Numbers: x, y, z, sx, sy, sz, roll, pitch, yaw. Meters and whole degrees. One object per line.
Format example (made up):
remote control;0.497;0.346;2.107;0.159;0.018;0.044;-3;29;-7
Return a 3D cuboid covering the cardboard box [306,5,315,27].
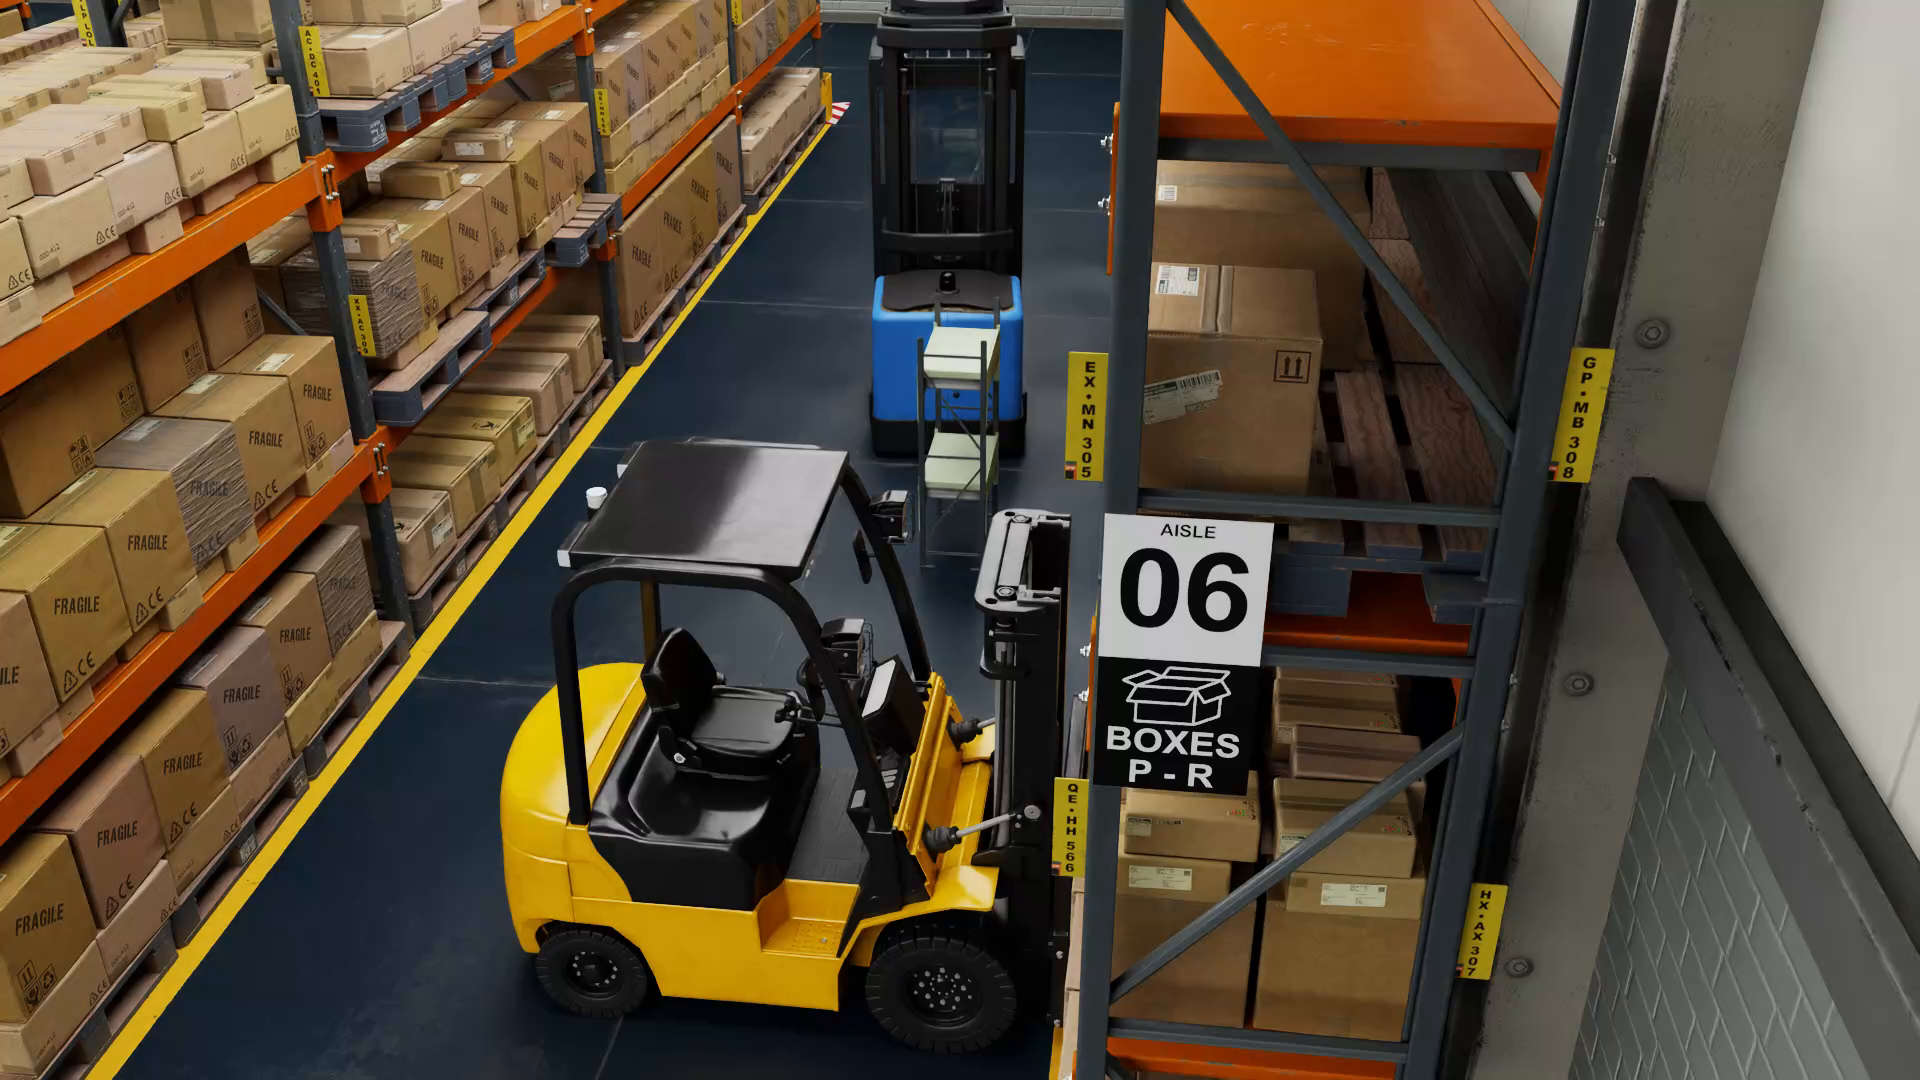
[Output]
cardboard box;-3.605;-2.703;8.950;0.500;0.250;0.500;4;29;7

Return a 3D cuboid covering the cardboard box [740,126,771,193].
cardboard box;-2.436;-3.854;16.792;0.875;0.438;0.875;3;28;5

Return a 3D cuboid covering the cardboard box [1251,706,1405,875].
cardboard box;1.215;0.920;5.567;0.500;0.500;0.500;4;29;8

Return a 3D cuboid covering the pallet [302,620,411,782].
pallet;-3.647;0.803;8.828;1.003;0.211;1.213;3;28;6

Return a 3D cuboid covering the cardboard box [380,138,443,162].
cardboard box;-3.510;-2.291;10.769;0.500;0.500;0.500;4;29;7

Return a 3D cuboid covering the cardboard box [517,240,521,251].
cardboard box;-3.078;-1.921;10.767;0.380;0.149;0.250;4;29;7

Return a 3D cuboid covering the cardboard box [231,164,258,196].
cardboard box;-3.454;-1.672;7.586;0.380;0.149;0.250;4;29;7

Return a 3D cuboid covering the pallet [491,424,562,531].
pallet;-3.359;-0.457;11.168;1.003;0.211;1.213;3;28;6

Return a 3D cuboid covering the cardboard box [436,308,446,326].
cardboard box;-3.220;-1.313;9.639;0.380;0.149;0.250;5;29;9

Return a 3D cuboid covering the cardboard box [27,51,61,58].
cardboard box;-7.626;-4.027;14.048;0.380;0.149;0.250;4;29;8

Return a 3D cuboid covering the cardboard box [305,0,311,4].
cardboard box;-3.552;-3.164;9.277;0.500;0.250;0.500;4;29;7

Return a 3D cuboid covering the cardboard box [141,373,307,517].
cardboard box;-3.464;-0.451;7.798;0.500;0.500;0.500;4;29;8

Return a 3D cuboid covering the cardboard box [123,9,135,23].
cardboard box;-8.049;-4.926;15.717;0.380;0.149;0.250;5;29;9

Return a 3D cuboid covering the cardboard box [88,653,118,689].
cardboard box;-3.665;0.495;6.726;0.380;0.149;0.250;4;29;8

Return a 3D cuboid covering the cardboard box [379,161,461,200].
cardboard box;-3.160;-2.106;9.743;0.380;0.149;0.250;5;29;9

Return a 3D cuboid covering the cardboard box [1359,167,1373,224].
cardboard box;0.984;-1.140;5.675;0.797;0.503;0.637;4;29;8

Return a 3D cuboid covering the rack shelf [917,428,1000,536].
rack shelf;-0.001;-0.370;10.335;0.431;0.370;0.720;3;28;6

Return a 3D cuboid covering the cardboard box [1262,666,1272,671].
cardboard box;1.226;0.334;5.657;0.380;0.149;0.250;4;29;8

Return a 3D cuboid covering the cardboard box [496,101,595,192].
cardboard box;-2.889;-2.755;11.631;0.500;0.500;0.500;3;28;5

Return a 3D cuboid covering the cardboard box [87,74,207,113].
cardboard box;-3.498;-1.897;7.163;0.380;0.149;0.250;4;29;7

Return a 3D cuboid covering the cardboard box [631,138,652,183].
cardboard box;-2.755;-3.018;13.139;0.500;0.250;0.500;3;28;5

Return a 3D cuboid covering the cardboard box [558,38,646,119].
cardboard box;-2.755;-3.561;12.830;0.500;0.500;0.500;3;29;6

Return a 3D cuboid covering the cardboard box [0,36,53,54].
cardboard box;-8.207;-4.317;14.587;0.380;0.149;0.250;4;29;8

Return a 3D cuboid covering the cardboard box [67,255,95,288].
cardboard box;-3.620;-1.064;6.457;0.380;0.149;0.250;3;28;6

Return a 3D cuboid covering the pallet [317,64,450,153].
pallet;-3.418;-2.265;8.618;1.213;0.211;1.003;3;28;6

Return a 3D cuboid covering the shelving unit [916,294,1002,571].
shelving unit;-0.001;-0.657;10.181;0.431;1.500;0.755;3;28;6

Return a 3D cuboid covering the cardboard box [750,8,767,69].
cardboard box;-2.236;-4.994;16.545;0.500;0.500;0.500;4;29;7

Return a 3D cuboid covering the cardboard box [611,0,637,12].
cardboard box;-3.058;-4.325;14.248;0.500;0.500;0.500;3;28;5

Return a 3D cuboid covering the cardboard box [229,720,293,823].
cardboard box;-3.528;1.068;7.854;0.500;0.250;0.500;4;29;7

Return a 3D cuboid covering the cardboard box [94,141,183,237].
cardboard box;-3.524;-1.427;6.711;0.500;0.250;0.500;3;28;5

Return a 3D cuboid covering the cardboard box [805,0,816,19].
cardboard box;-1.926;-6.193;18.769;0.500;0.500;0.500;4;29;6

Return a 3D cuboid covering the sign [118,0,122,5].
sign;-8.084;-5.157;16.039;0.100;0.325;0.005;3;28;6

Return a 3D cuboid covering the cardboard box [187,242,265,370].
cardboard box;-3.869;-1.163;8.065;0.700;0.500;0.500;3;28;6

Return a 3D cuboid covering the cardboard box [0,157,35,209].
cardboard box;-3.626;-1.290;6.036;0.380;0.149;0.250;4;29;7

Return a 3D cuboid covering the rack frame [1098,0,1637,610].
rack frame;0.837;-1.214;3.307;1.000;3.000;0.127;3;28;6

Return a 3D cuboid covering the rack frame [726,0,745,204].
rack frame;-2.619;-4.508;15.747;1.000;3.000;0.127;3;28;6

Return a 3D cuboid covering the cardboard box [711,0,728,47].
cardboard box;-2.425;-4.767;15.069;0.500;0.500;0.500;4;29;8

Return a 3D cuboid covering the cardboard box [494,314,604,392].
cardboard box;-3.189;-1.388;12.283;0.950;0.372;0.625;1;28;3

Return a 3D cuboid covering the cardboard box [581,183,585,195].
cardboard box;-2.916;-2.532;11.901;0.380;0.149;0.250;4;29;8

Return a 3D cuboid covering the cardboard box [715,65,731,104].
cardboard box;-2.424;-4.216;15.364;0.500;0.250;0.500;3;28;5

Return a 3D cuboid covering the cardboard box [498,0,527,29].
cardboard box;-3.236;-3.544;10.690;0.700;0.500;0.500;3;28;6

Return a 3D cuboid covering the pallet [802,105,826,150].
pallet;-2.150;-4.782;19.197;1.003;0.211;1.213;3;28;6

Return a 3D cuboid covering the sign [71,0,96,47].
sign;-4.151;-2.494;7.887;0.100;0.325;0.005;3;28;6

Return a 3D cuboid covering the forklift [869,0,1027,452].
forklift;-0.089;-2.553;12.190;1.130;2.935;3.031;0;28;0

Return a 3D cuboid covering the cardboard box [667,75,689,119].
cardboard box;-2.589;-3.719;13.913;0.500;0.250;0.500;4;29;7

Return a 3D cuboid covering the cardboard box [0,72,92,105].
cardboard box;-4.006;-1.926;7.216;0.380;0.149;0.250;2;28;5

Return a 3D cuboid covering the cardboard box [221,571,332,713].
cardboard box;-3.466;0.487;8.142;0.500;0.500;0.500;4;29;7

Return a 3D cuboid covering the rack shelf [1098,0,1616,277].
rack shelf;1.082;-1.663;5.320;1.077;0.370;4.000;3;28;6

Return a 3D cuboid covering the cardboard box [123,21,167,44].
cardboard box;-7.466;-4.636;15.180;0.380;0.149;0.250;2;28;5

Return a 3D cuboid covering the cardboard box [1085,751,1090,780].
cardboard box;0.762;1.061;6.812;0.500;0.250;0.500;3;28;5

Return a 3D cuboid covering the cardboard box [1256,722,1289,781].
cardboard box;1.141;0.714;5.264;0.380;0.149;0.250;3;28;5

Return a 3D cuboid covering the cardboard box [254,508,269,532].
cardboard box;-3.514;-0.110;7.849;0.380;0.149;0.250;3;28;5

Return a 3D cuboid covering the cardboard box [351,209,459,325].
cardboard box;-3.197;-1.542;9.380;0.500;0.500;0.500;3;29;6

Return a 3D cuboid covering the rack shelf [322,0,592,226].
rack shelf;-3.355;-2.688;9.964;1.077;0.370;4.000;3;28;6

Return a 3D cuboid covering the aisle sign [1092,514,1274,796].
aisle sign;0.537;0.297;4.088;0.394;0.787;0.004;3;28;6
